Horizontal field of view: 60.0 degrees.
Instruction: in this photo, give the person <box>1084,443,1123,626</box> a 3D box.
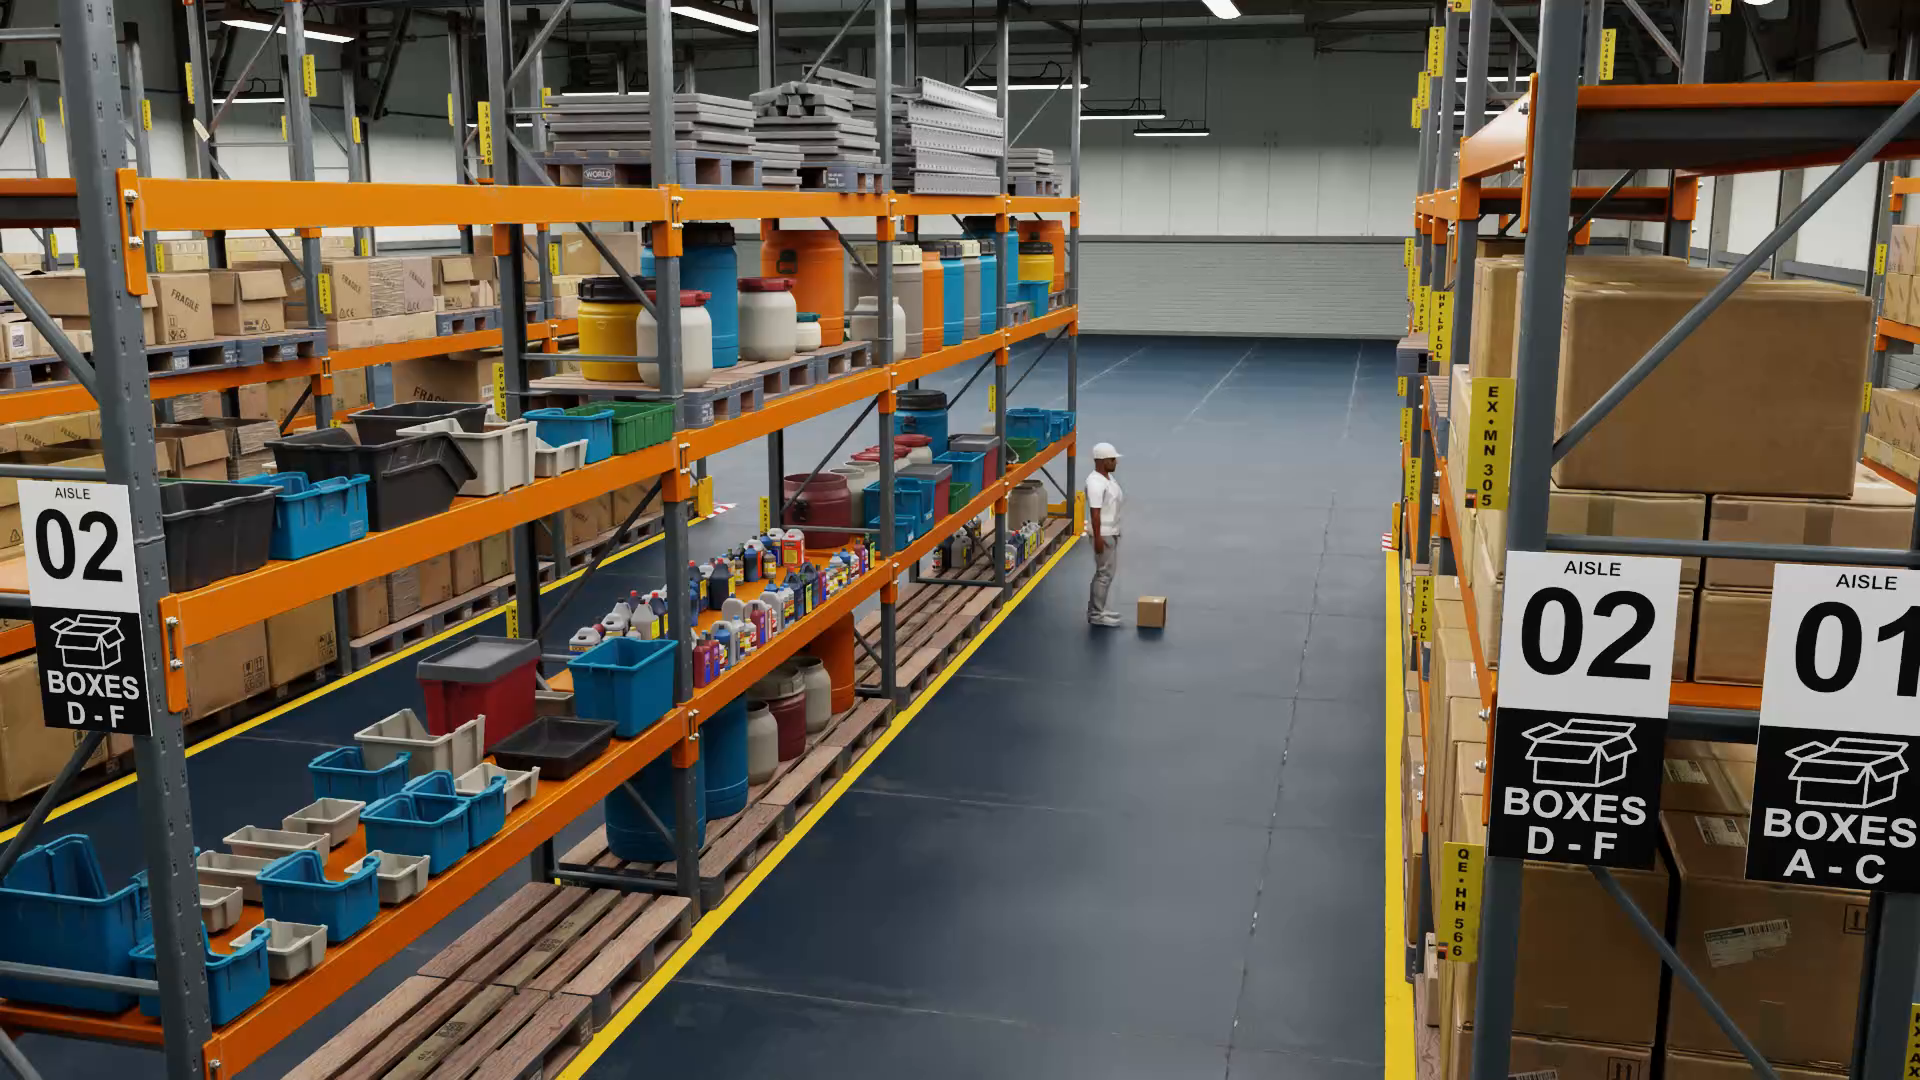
[{"bbox_3d":[1.422,-0.065,16.218,0.392,1.762,0.564,3,12,15],"label":"person"}]
